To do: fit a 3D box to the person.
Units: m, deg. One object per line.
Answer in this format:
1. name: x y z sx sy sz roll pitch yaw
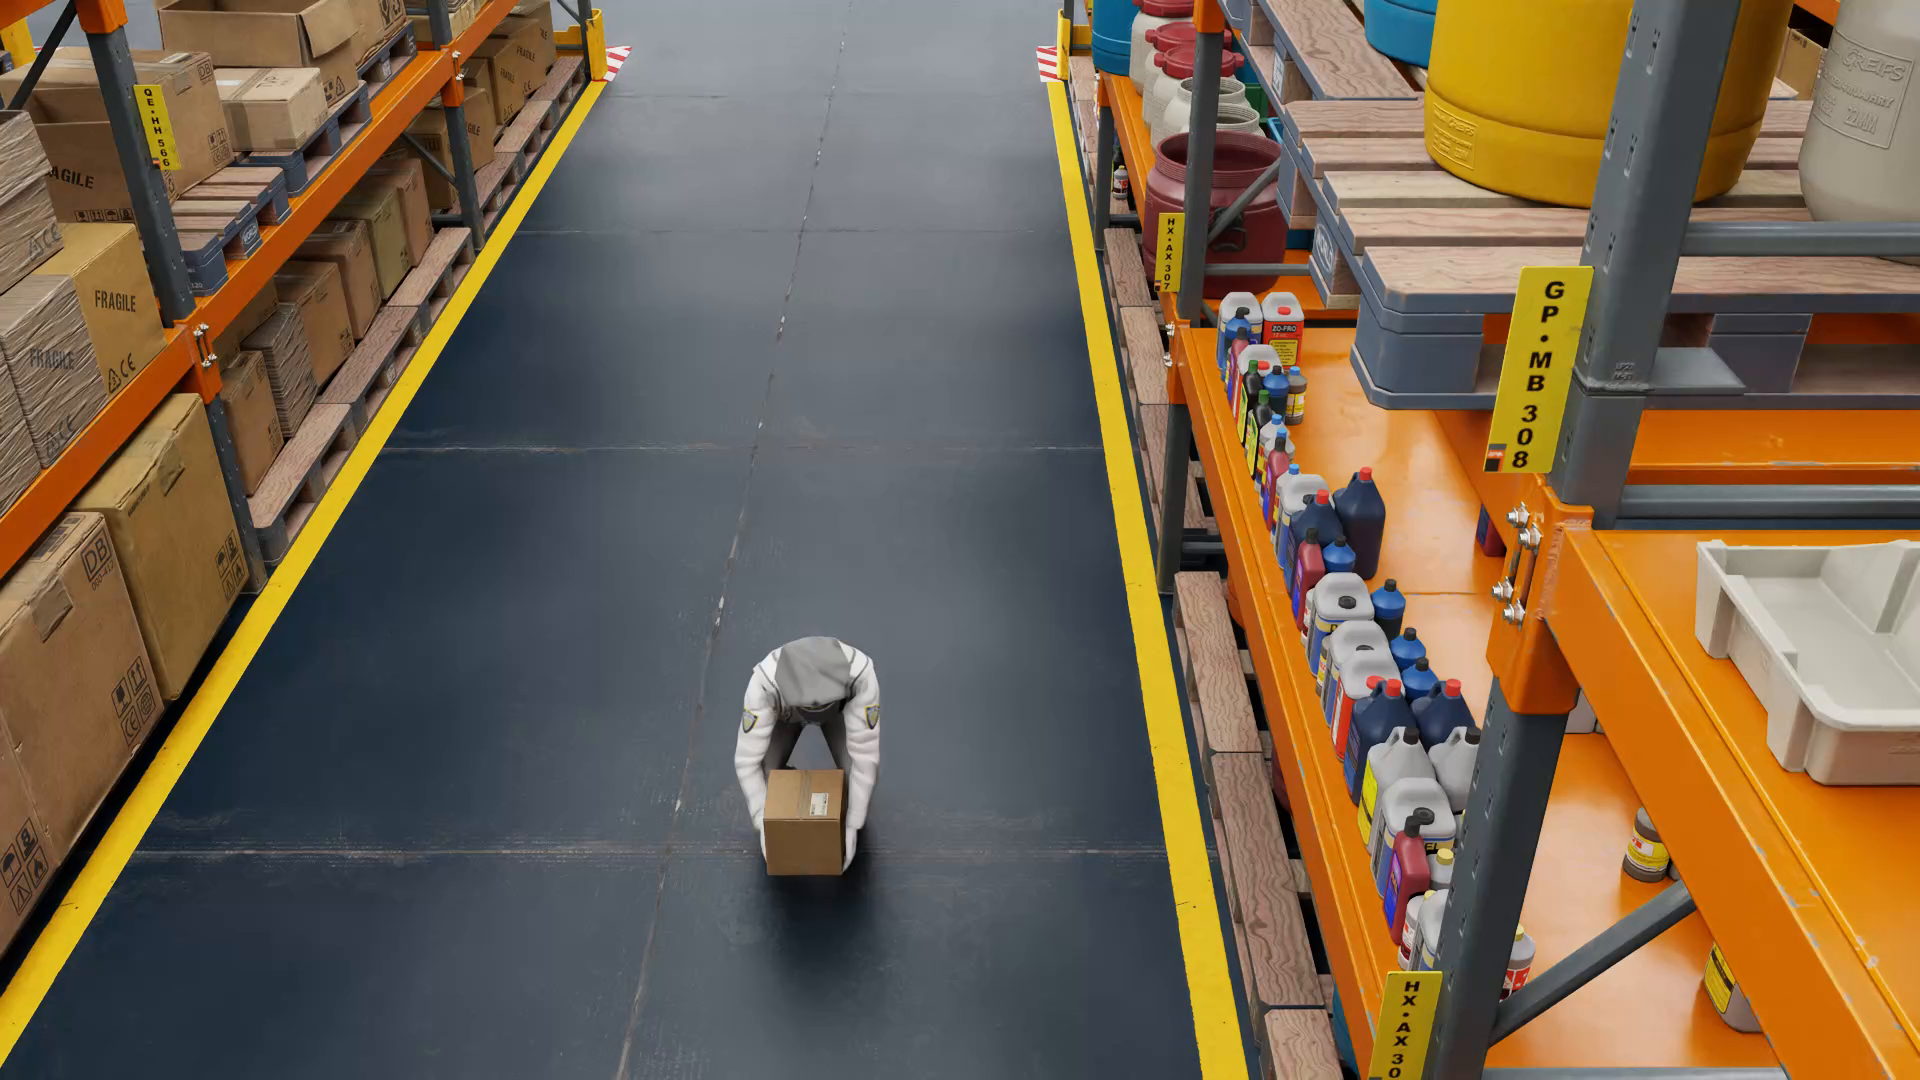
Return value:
1. person: -0.521 0.641 5.779 0.494 0.961 0.829 0 32 0
